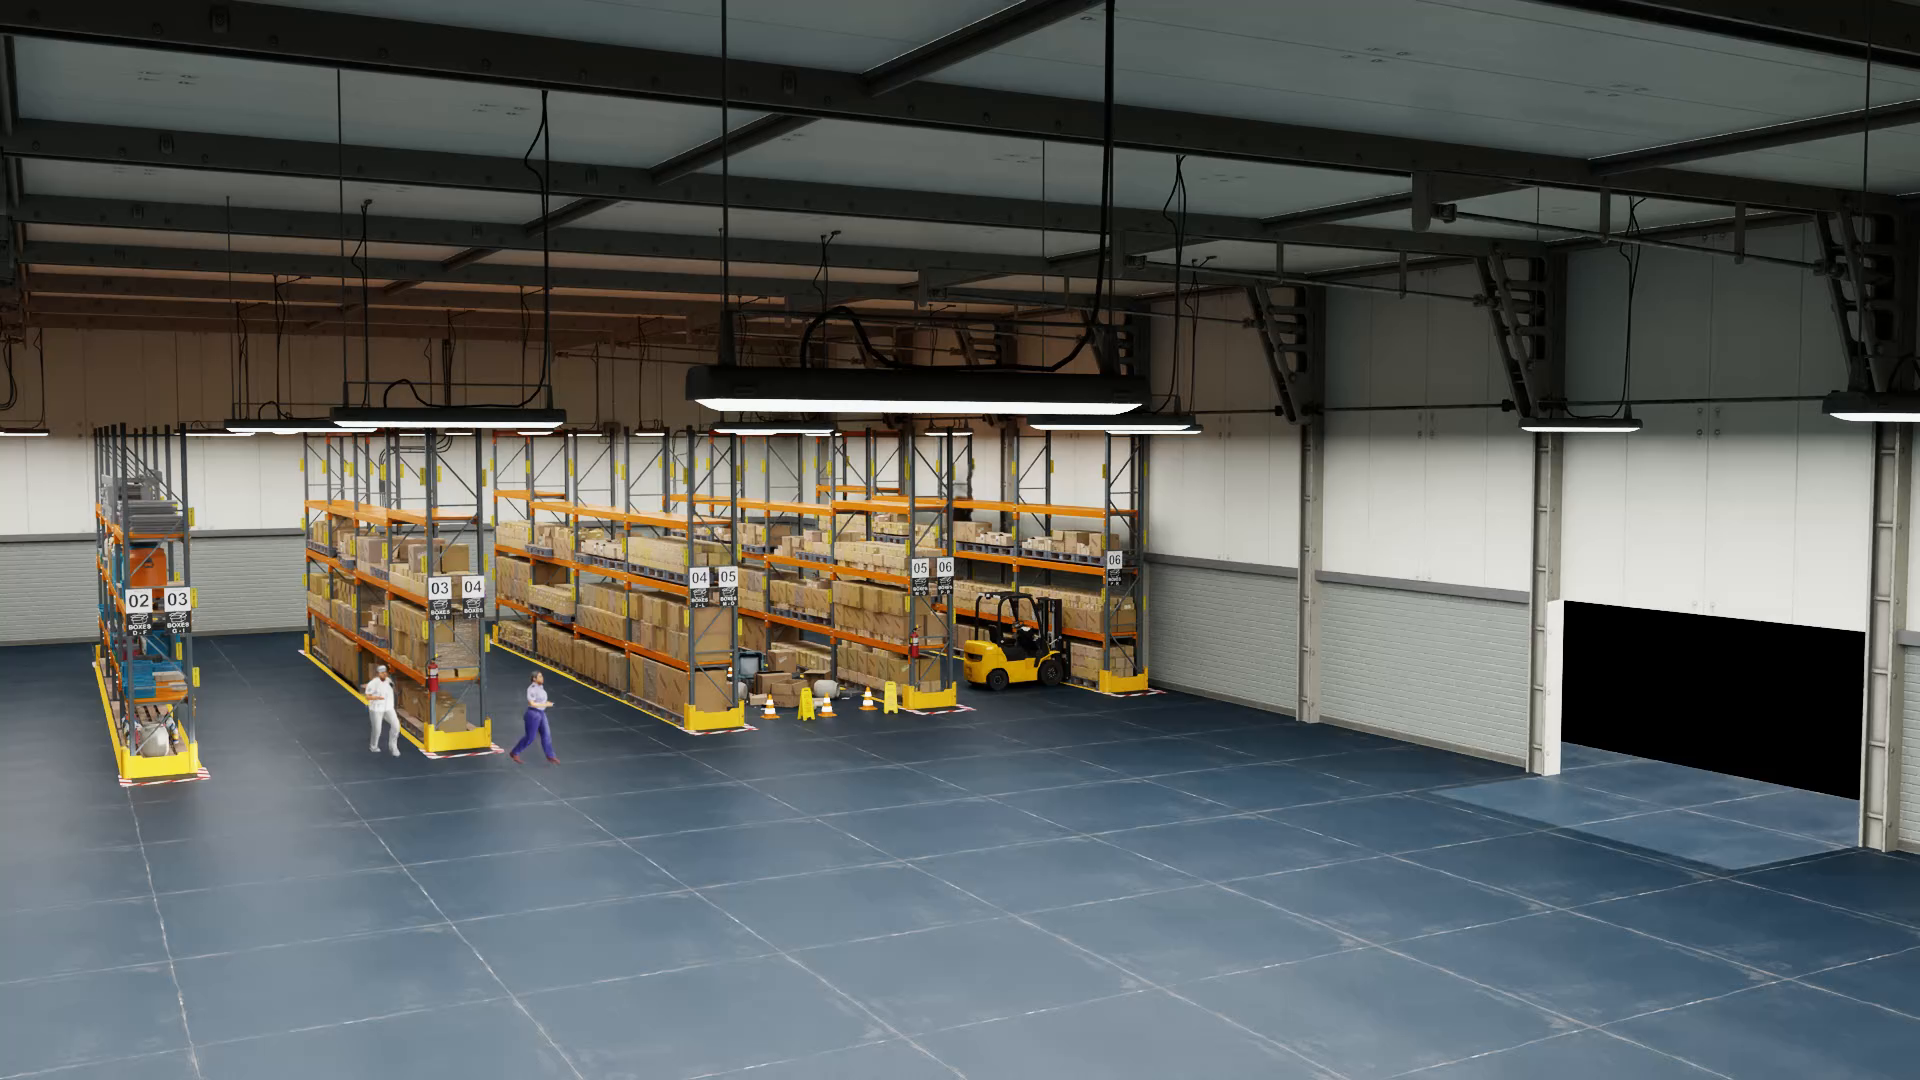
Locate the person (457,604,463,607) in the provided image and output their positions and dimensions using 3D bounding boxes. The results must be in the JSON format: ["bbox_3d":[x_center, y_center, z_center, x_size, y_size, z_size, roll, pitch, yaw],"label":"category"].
[{"bbox_3d":[-14.129,2.013,47.078,0.761,1.744,0.731,2,4,28],"label":"person"}]

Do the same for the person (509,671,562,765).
[{"bbox_3d":[-7.446,3.121,29.128,0.900,1.676,0.618,0,3,4],"label":"person"}]

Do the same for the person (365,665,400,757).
[{"bbox_3d":[-10.446,3.092,30.043,0.630,1.684,0.762,-3,5,-42],"label":"person"}]
